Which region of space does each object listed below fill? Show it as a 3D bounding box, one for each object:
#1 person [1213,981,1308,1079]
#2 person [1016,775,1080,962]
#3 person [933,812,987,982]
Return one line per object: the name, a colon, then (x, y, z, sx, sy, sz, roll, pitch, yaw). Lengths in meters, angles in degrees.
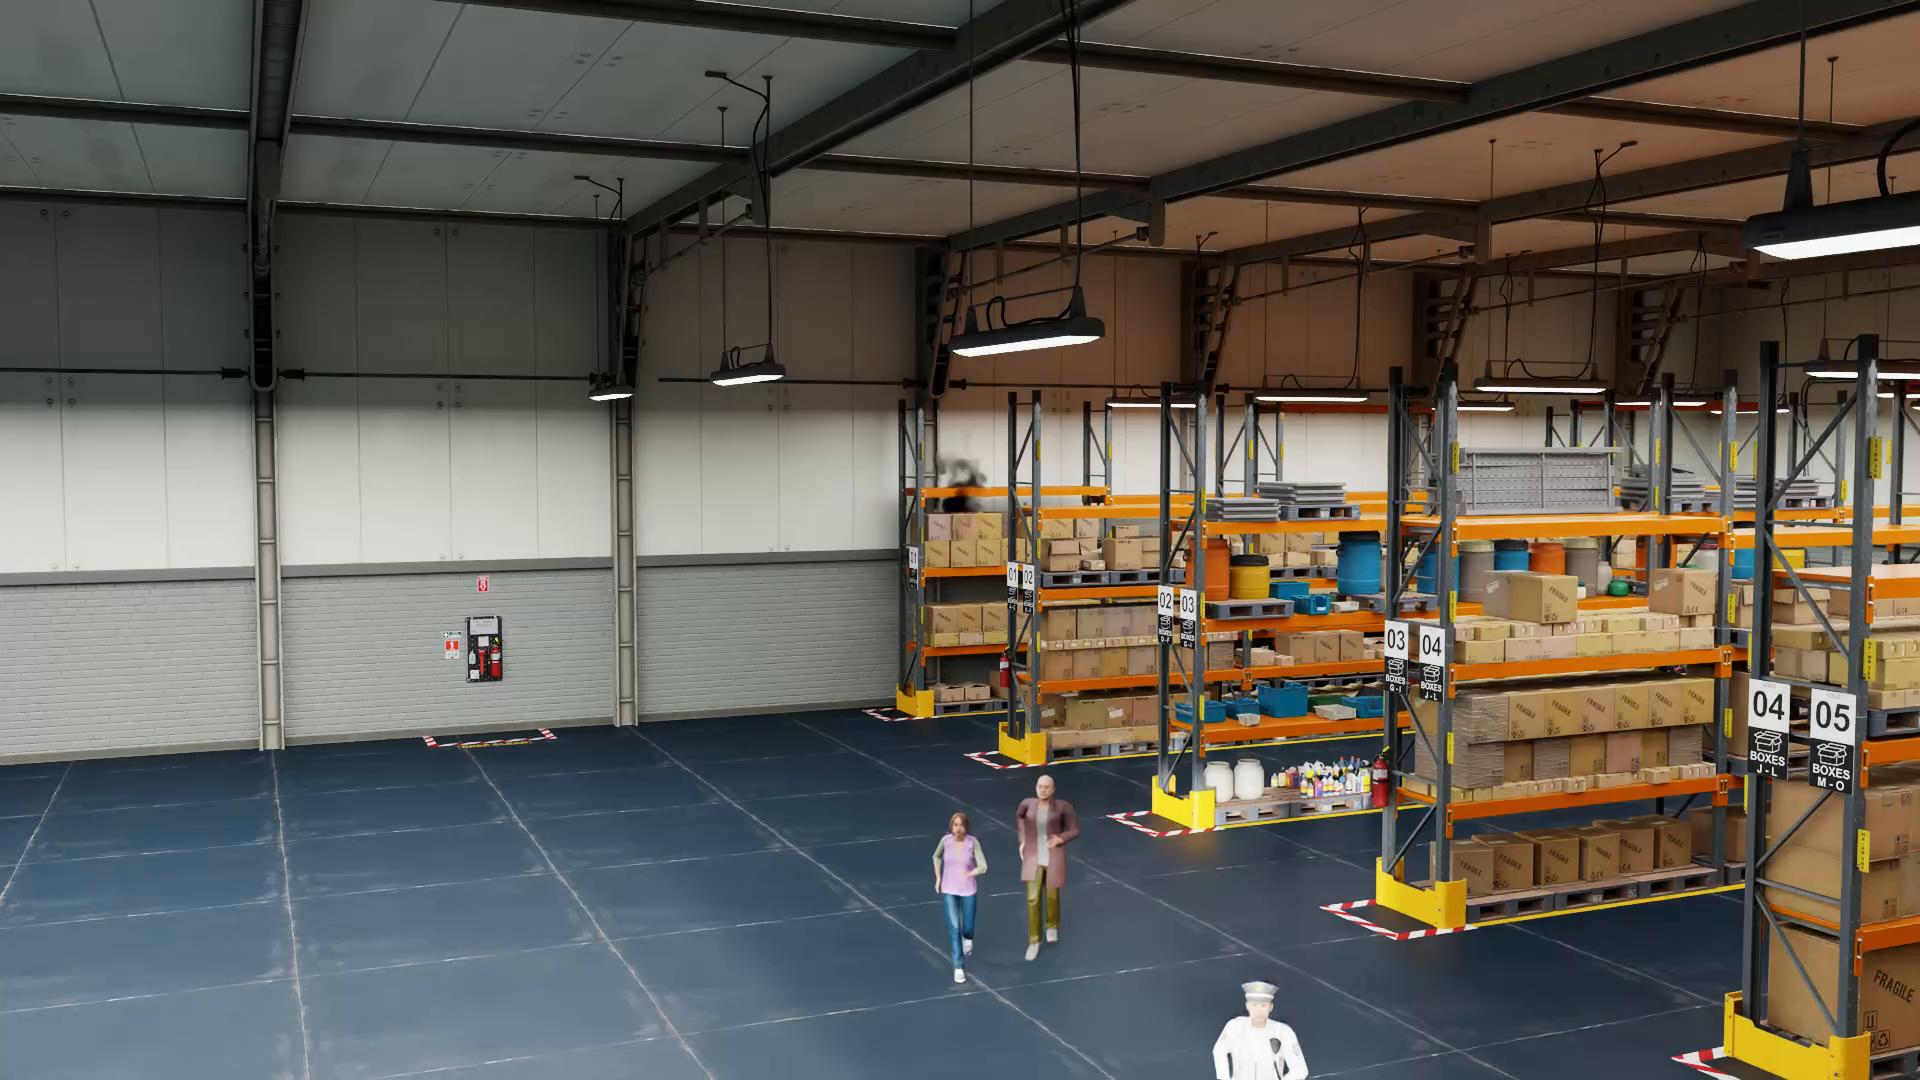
person: (1.949, 3.678, 10.848, 0.624, 1.684, 0.799, 1, 3, 16)
person: (0.884, 3.292, 16.892, 0.688, 1.841, 0.873, 1, 3, 9)
person: (-0.003, 3.414, 16.157, 0.538, 1.575, 0.804, 0, 3, 3)
